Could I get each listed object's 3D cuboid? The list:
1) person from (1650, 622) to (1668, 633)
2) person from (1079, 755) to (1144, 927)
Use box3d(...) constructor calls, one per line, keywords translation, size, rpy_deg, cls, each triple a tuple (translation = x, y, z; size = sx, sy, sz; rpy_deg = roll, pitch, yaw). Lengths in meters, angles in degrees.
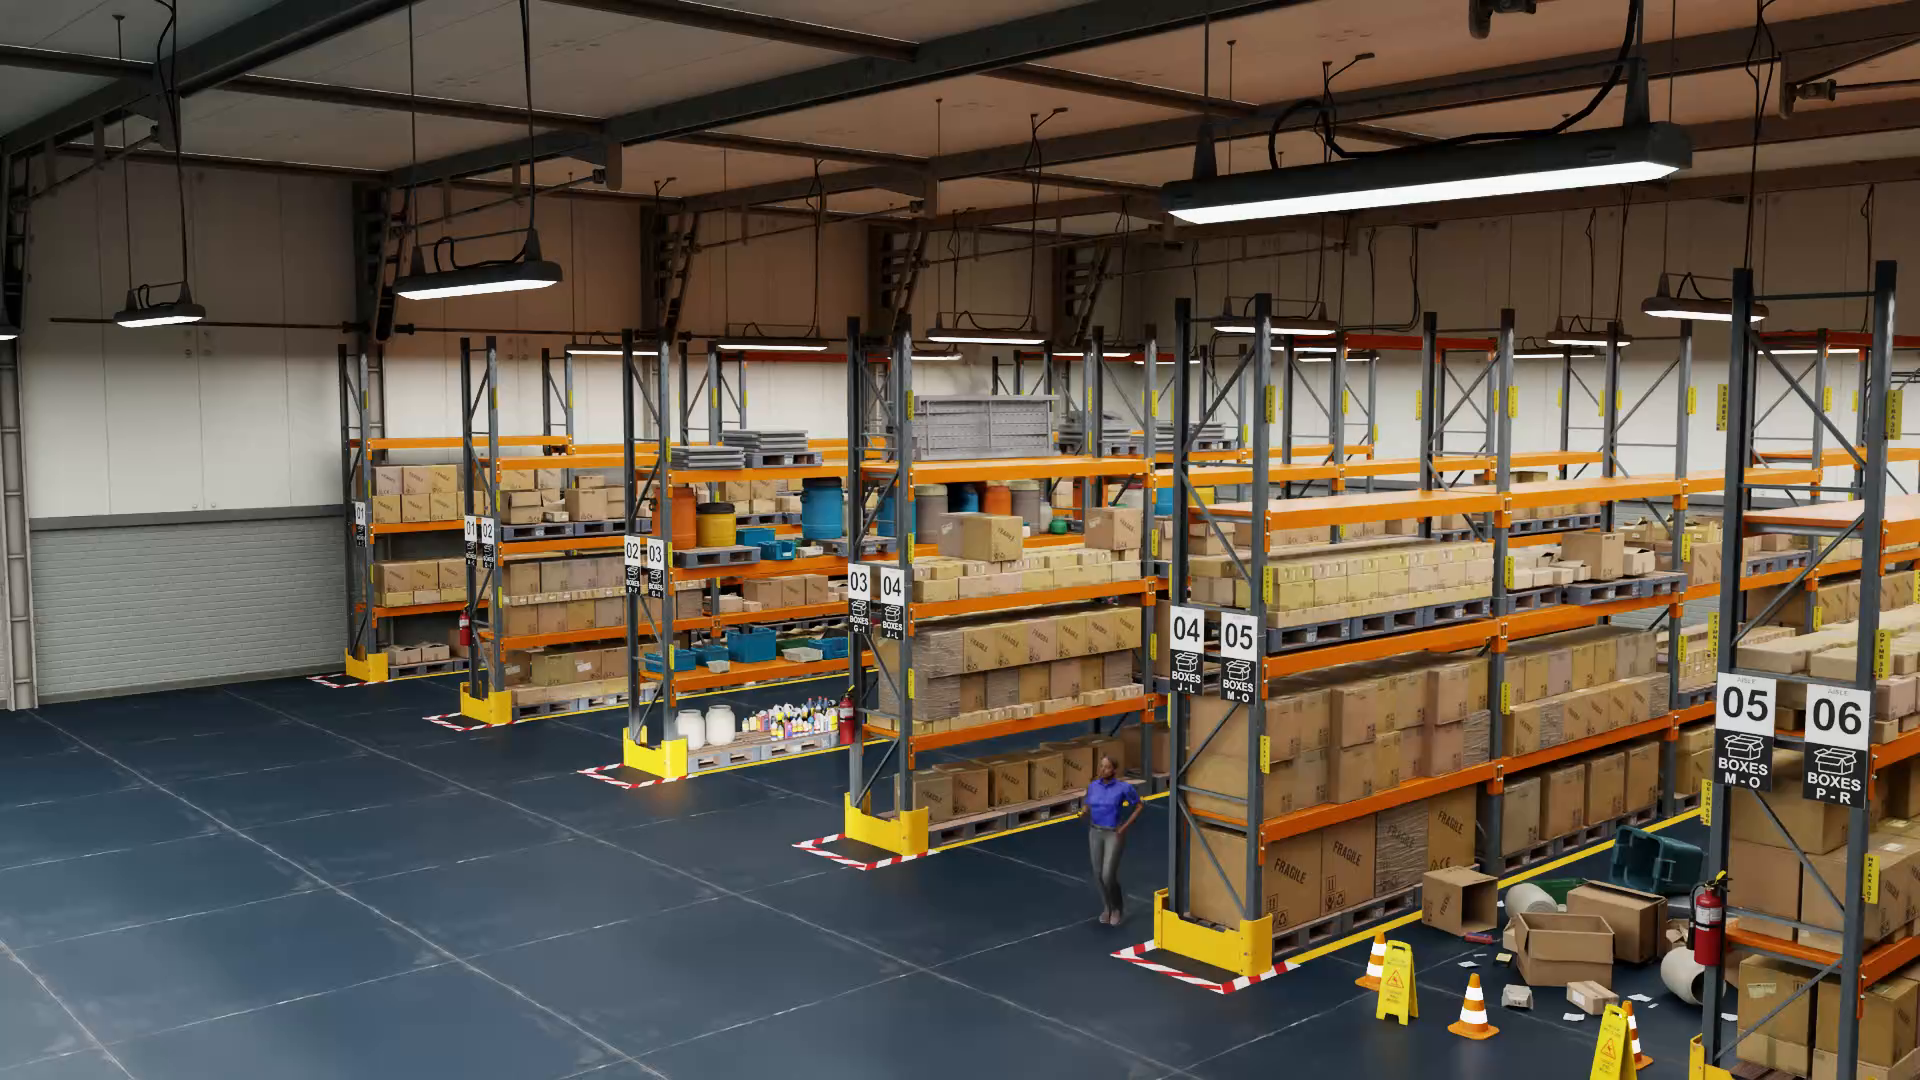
box3d(translation=(10.252, 2.111, 24.459), size=(0.754, 1.842, 0.660), rpy_deg=(-4, 6, -37), cls="person")
box3d(translation=(1.414, 2.922, 16.094), size=(0.585, 1.672, 0.589), rpy_deg=(3, 6, 31), cls="person")
